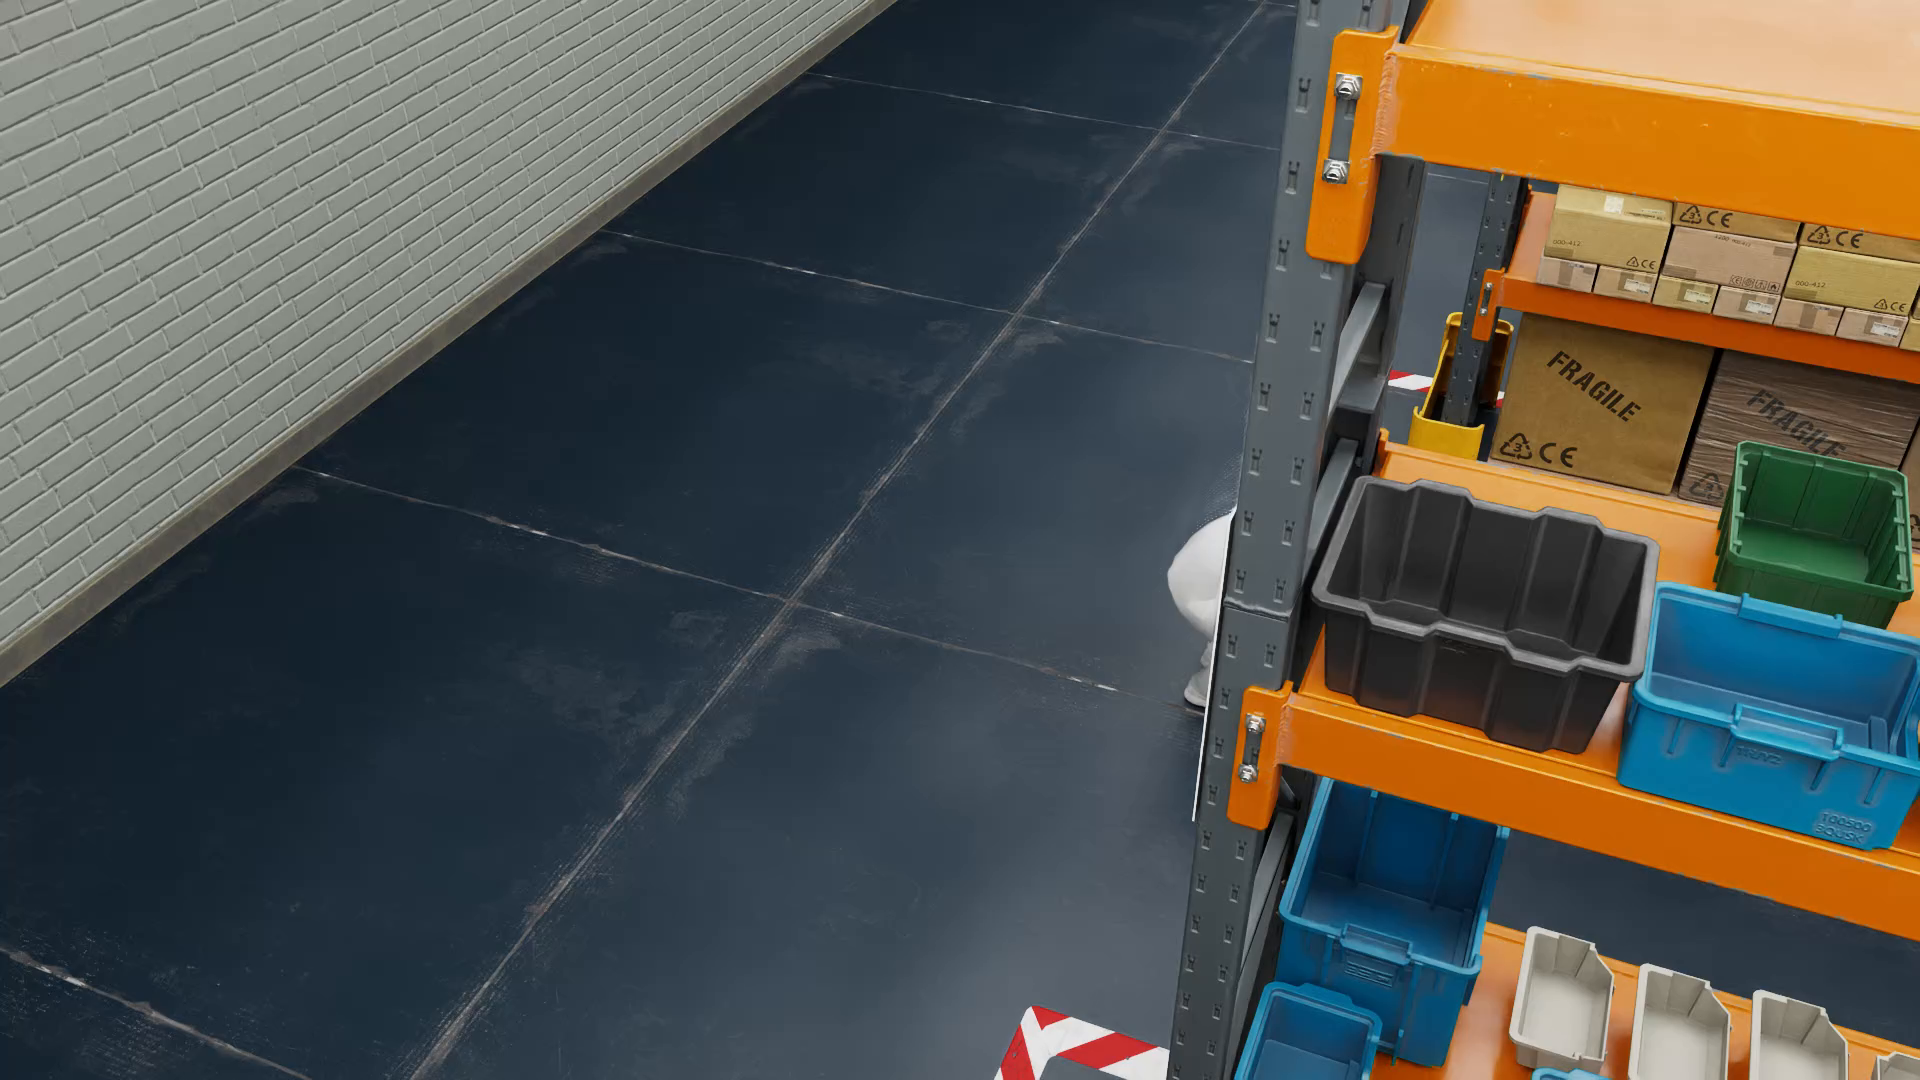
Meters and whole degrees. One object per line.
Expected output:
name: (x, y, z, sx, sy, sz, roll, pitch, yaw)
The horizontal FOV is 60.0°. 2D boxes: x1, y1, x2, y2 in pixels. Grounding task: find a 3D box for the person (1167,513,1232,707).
person: (1.319, 0.271, 7.116, 0.867, 1.006, 0.617, 14, 39, 18)
